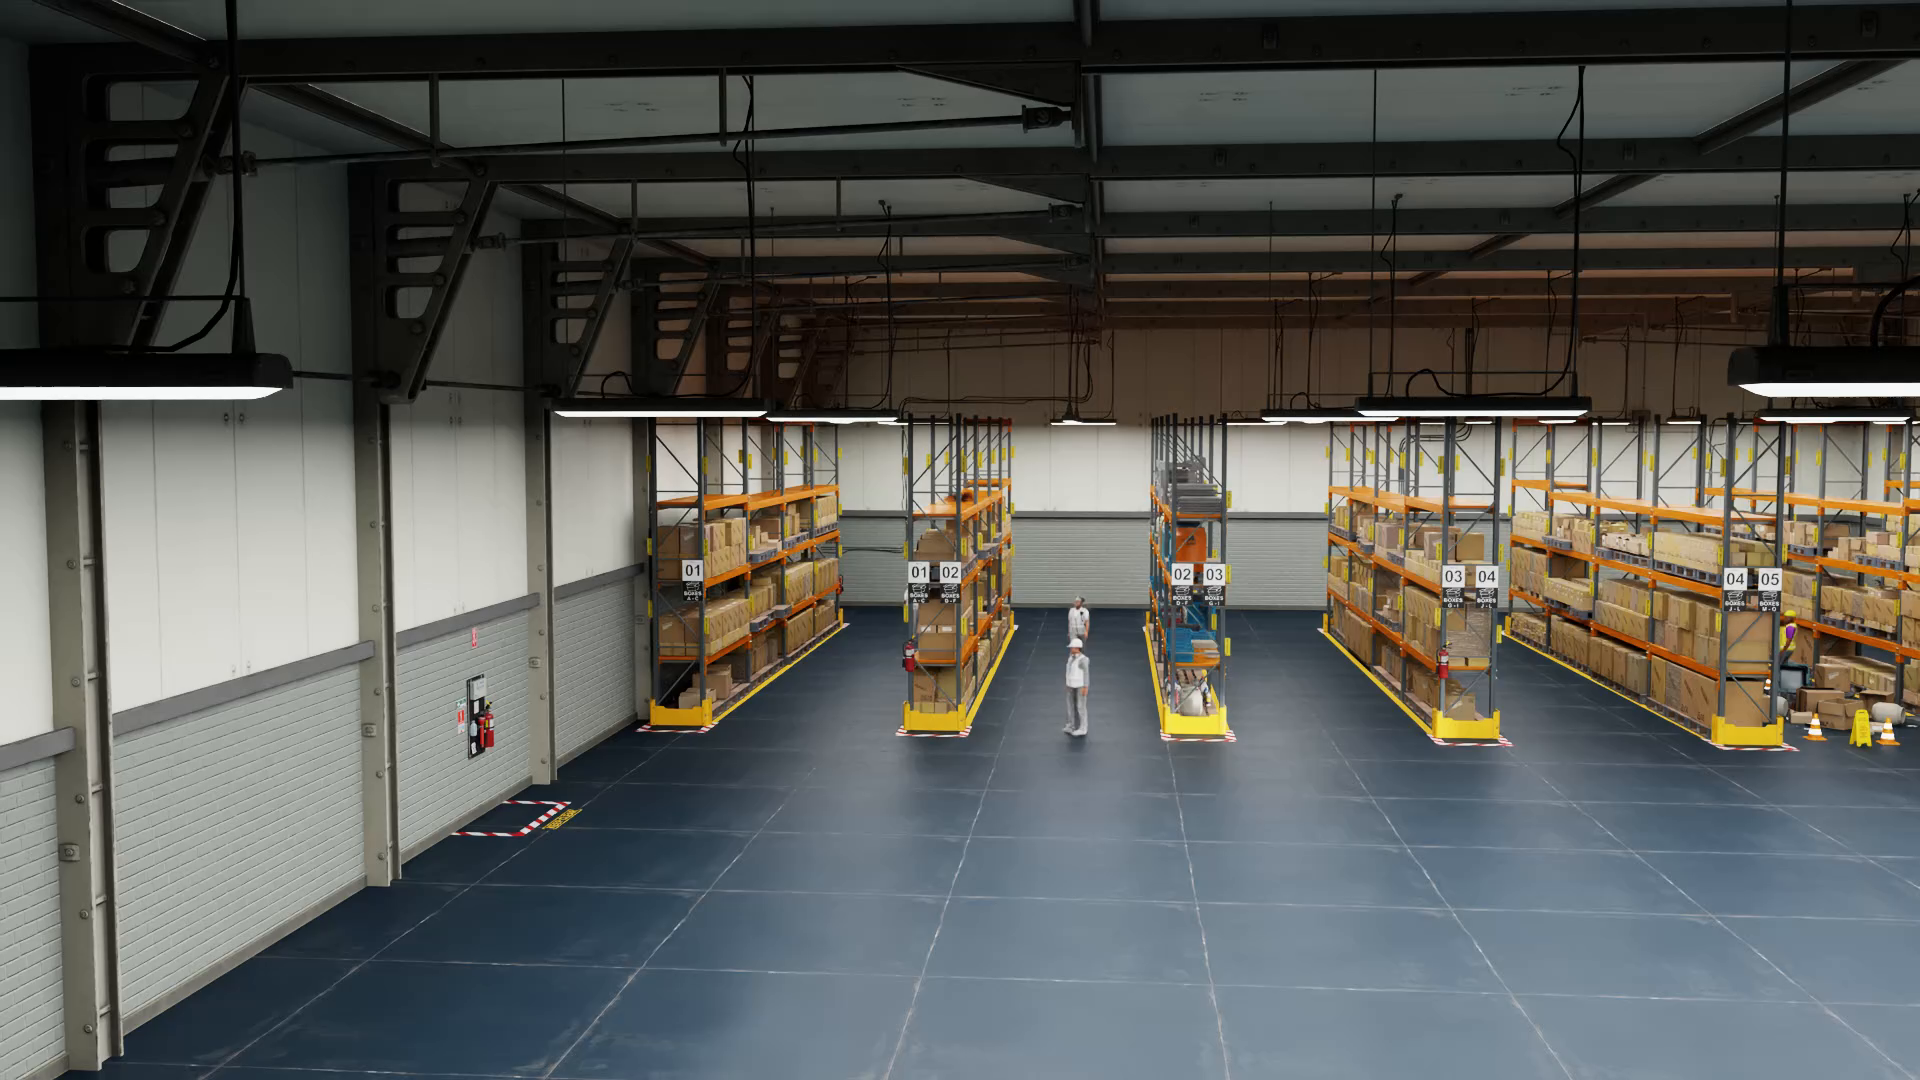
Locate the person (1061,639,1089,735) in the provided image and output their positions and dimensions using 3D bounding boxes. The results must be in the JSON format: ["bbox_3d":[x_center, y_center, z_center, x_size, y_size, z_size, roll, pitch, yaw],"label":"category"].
[{"bbox_3d":[2.148,2.732,31.098,0.441,1.776,0.576,-3,5,-37],"label":"person"}]

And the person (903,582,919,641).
[{"bbox_3d":[-1.293,1.896,44.628,0.453,1.650,0.937,1,4,10],"label":"person"}]

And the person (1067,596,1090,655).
[{"bbox_3d":[2.819,2.192,39.650,0.540,1.729,1.086,0,4,2],"label":"person"}]

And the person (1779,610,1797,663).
[{"bbox_3d":[18.124,2.416,36.598,0.584,1.764,0.625,4,5,45],"label":"person"}]
